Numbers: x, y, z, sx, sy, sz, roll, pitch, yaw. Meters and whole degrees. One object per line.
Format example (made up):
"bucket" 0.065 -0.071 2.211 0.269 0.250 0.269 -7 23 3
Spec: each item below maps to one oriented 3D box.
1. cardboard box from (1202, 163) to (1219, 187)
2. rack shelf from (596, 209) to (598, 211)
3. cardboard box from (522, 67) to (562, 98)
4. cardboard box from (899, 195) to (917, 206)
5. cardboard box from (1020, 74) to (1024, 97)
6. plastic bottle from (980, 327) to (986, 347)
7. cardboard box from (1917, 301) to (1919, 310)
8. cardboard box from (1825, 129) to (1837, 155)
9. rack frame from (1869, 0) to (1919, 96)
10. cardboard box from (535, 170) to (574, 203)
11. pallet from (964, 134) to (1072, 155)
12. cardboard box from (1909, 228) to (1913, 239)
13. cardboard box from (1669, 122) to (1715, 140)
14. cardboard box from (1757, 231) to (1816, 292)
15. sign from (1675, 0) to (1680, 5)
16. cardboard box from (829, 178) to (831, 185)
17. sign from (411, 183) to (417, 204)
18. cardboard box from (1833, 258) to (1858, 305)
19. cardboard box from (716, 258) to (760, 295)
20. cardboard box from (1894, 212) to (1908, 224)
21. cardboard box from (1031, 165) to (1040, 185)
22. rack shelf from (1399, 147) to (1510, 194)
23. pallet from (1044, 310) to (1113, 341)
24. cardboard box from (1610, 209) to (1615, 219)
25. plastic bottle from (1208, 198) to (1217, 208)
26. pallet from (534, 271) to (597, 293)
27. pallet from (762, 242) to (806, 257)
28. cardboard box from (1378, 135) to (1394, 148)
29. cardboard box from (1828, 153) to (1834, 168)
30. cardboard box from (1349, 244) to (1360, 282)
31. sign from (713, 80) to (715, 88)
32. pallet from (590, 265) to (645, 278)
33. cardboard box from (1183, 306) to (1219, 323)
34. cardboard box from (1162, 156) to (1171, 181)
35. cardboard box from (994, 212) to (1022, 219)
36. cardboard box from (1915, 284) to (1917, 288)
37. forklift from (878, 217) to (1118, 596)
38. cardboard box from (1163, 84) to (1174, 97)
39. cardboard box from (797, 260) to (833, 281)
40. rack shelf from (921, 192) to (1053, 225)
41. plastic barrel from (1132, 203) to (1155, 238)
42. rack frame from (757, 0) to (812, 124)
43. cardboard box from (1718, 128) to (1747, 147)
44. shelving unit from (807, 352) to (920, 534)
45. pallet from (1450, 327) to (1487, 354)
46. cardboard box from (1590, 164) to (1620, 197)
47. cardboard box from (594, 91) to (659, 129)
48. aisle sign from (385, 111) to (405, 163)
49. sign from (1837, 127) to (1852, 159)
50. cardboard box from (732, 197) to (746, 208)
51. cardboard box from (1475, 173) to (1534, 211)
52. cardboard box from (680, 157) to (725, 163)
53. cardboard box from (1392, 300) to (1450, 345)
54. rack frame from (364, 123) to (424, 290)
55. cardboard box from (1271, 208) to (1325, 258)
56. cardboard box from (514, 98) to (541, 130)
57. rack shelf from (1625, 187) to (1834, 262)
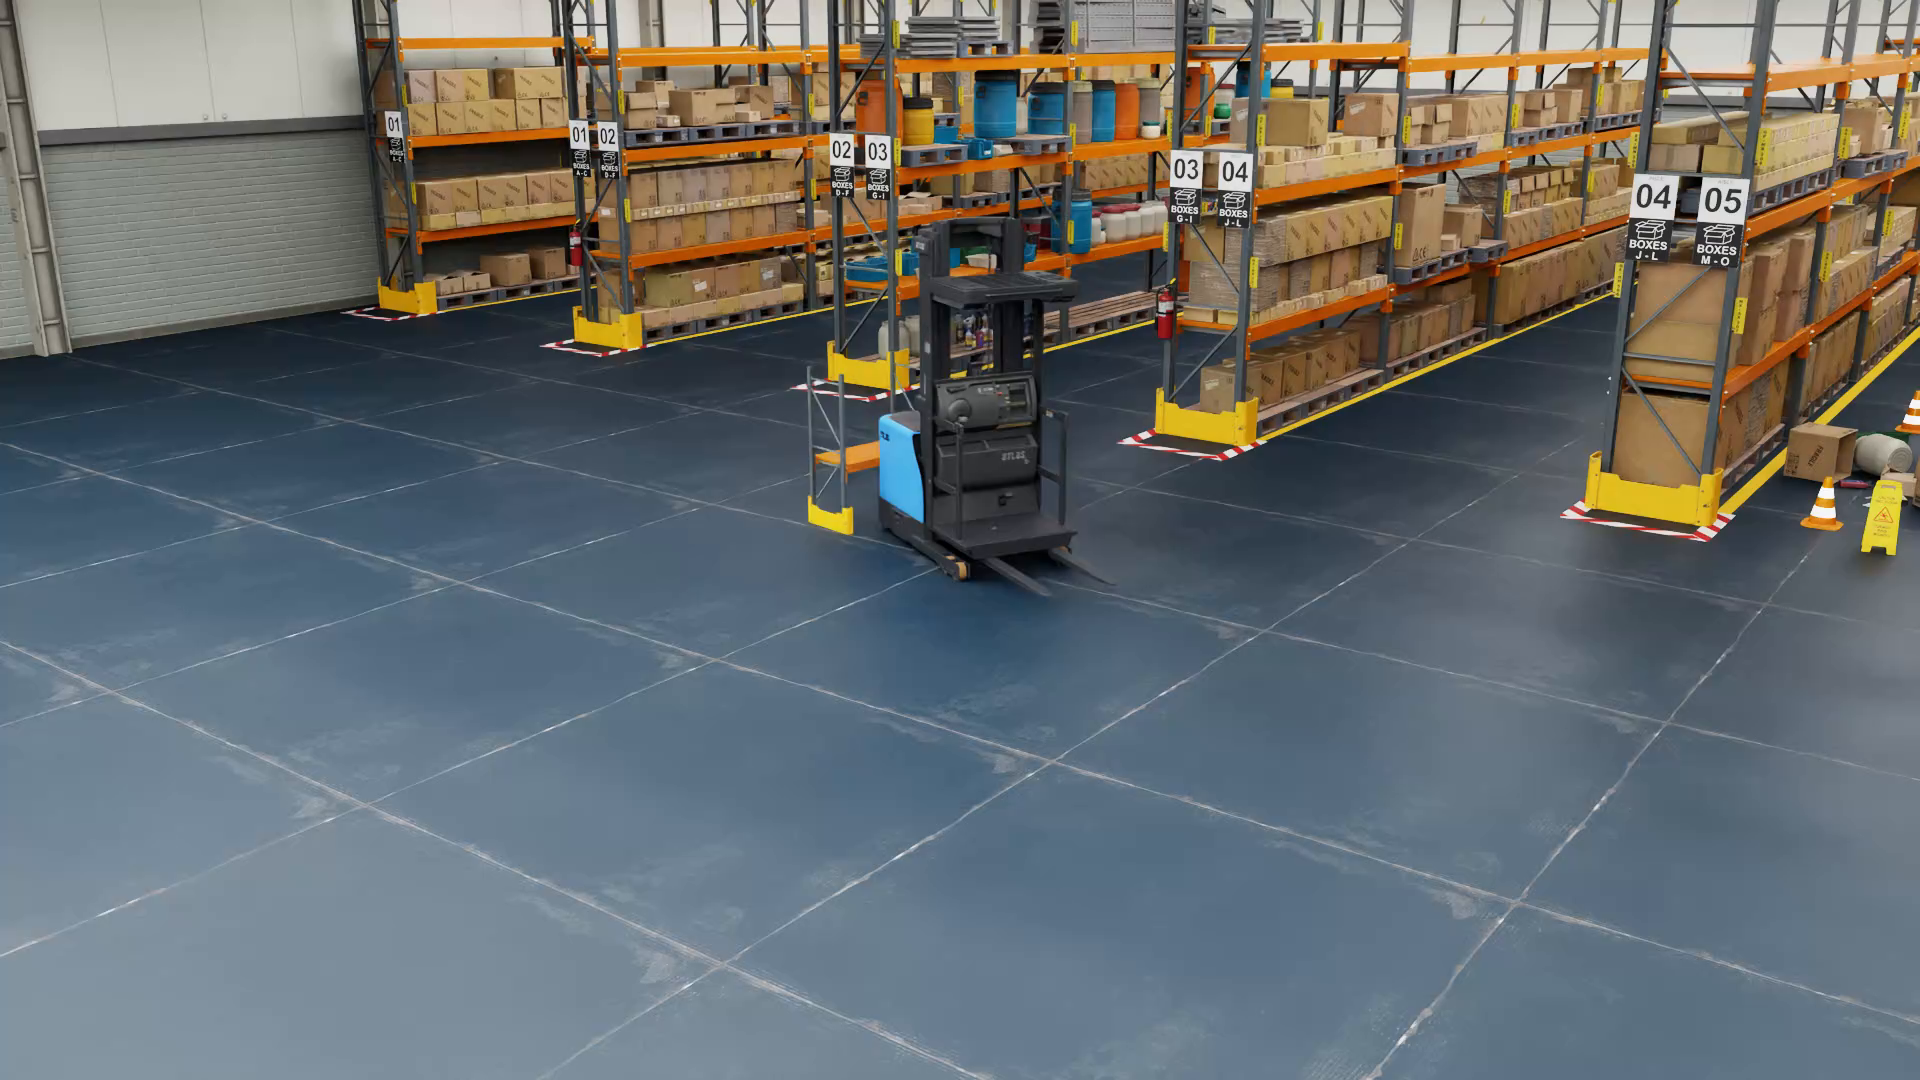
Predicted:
"cardboard box" 2.846 -4.121 18.658 0.500 0.250 0.500 13 21 36
"rack shelf" -5.597 -6.312 31.730 1.077 0.370 4.000 12 21 35
"cardboard box" -7.189 -7.846 28.511 0.500 0.500 0.500 14 22 38
"cardboard box" -1.113 -6.036 29.779 0.500 0.311 0.500 12 21 34
"cardboard box" 0.807 -8.513 31.504 0.600 0.600 0.600 11 21 33
"plastic bottle" 0.319 -2.841 23.200 0.097 0.271 0.097 0 17 0
"cardboard box" 15.051 -3.743 26.345 0.380 0.149 0.250 12 21 33
"cardboard box" 8.982 -4.241 17.667 0.500 0.250 0.500 12 21 34
"rack frame" 13.836 -7.423 23.980 1.000 3.000 0.127 12 21 35
"cardboard box" -7.115 -6.188 29.073 0.500 0.500 0.500 12 21 34
"pallet" 0.817 -5.582 23.426 1.213 0.211 1.003 12 21 35
"cardboard box" 13.758 -4.509 24.428 0.380 0.149 0.250 12 21 33
"cardboard box" 7.069 -3.964 16.101 0.380 0.149 0.250 13 21 36
"cardboard box" 8.587 -3.007 17.800 0.875 0.550 0.550 12 21 35
"sign" 12.723 -9.661 29.478 0.100 0.325 0.005 12 21 35
"cardboard box" -2.788 -7.549 34.890 0.380 0.149 0.250 12 21 33
"sign" -8.736 -5.544 26.585 0.100 0.325 0.005 12 21 35
"cardboard box" 10.501 -3.138 20.128 0.500 0.500 0.500 13 21 36
"cardboard box" -3.511 -4.164 26.265 0.500 0.500 0.500 12 21 35
"cardboard box" 13.282 -4.605 23.732 0.380 0.149 0.250 12 21 35
"cardboard box" 1.138 -7.210 32.533 0.500 0.500 0.700 -16 23 -42
"rack shelf" 6.337 -5.118 22.830 1.077 0.370 4.000 12 21 35
"pallet" 1.605 -3.291 25.490 1.003 0.211 1.213 12 21 35
"cardboard box" 11.128 -5.659 28.839 0.380 0.149 0.250 13 21 35
"plastic bottle" 4.449 -5.908 29.300 0.144 0.351 0.185 12 21 35
"pallet" -7.160 -4.681 29.968 1.003 0.211 1.213 12 21 35
"pallet" -3.875 -5.974 34.133 1.003 0.211 1.213 12 21 35
"cardboard box" 5.184 -4.976 20.738 0.380 0.149 0.250 13 22 36
"cardboard box" 9.109 -4.070 17.788 0.380 0.149 0.250 12 21 34
"cardboard box" 4.502 -3.534 20.902 0.875 0.500 0.500 12 21 35
"sign" -4.846 -8.949 32.946 0.100 0.325 0.005 12 21 35
"pallet" -6.326 -5.033 31.101 1.003 0.211 1.213 12 21 35
"cardboard box" 2.766 -2.585 18.939 0.380 0.149 0.250 12 21 35
"cardboard box" 4.294 -8.056 35.964 0.500 0.500 0.500 13 22 36
"cardboard box" 0.879 -6.274 32.604 0.500 0.250 0.500 12 21 35
"cardboard box" 14.667 -3.917 25.901 0.380 0.149 0.250 12 21 33
"forklift" 0.324 -1.197 14.161 1.130 2.935 3.031 -8 19 -24
"cardboard box" 4.241 -9.595 35.442 0.500 0.250 0.500 12 21 35
"cardboard box" -2.362 -4.514 27.711 0.500 0.311 0.500 13 21 35
"rack shelf" 0.767 -6.390 31.982 1.077 0.370 4.000 12 21 35
"plastic barrel" 2.859 -5.051 26.270 0.421 0.512 0.421 0 17 0
"rack frame" -2.808 -8.170 26.384 1.000 3.000 0.127 12 21 35
"cardboard box" 7.140 -3.665 15.138 0.380 0.149 0.250 13 21 35
"shelving unit" -0.855 -0.938 15.742 1.083 1.500 0.587 -16 23 -41
"pallet" 7.062 -2.988 24.517 1.003 0.211 1.213 12 21 35
"cardboard box" 11.009 -6.197 28.633 0.500 0.500 0.500 12 21 33
"cardboard box" -4.845 -6.237 24.101 0.797 0.503 0.637 14 22 38
"aisle sign" -8.974 -6.398 26.410 0.394 0.787 0.004 12 21 35
"sign" 9.516 -4.272 17.886 0.100 0.325 0.005 12 21 35
"cardboard box" -3.556 -5.257 25.859 0.380 0.149 0.250 13 22 36
"cardboard box" 8.368 -5.359 25.588 0.797 0.503 0.637 13 21 36
"cardboard box" -4.988 -7.138 32.267 0.700 0.500 0.500 10 20 30
"cardboard box" 6.493 -3.088 23.611 0.700 0.500 0.500 15 23 39
"rack frame" -9.172 -5.226 27.022 1.000 3.000 0.127 12 21 35
"cardboard box" 3.909 -3.588 19.389 0.500 0.500 0.500 12 21 35
"cardboard box" -7.502 -7.248 28.272 0.500 0.500 0.500 11 21 33
"rack shelf" 7.877 -3.265 16.862 1.077 0.370 4.000 12 21 35
